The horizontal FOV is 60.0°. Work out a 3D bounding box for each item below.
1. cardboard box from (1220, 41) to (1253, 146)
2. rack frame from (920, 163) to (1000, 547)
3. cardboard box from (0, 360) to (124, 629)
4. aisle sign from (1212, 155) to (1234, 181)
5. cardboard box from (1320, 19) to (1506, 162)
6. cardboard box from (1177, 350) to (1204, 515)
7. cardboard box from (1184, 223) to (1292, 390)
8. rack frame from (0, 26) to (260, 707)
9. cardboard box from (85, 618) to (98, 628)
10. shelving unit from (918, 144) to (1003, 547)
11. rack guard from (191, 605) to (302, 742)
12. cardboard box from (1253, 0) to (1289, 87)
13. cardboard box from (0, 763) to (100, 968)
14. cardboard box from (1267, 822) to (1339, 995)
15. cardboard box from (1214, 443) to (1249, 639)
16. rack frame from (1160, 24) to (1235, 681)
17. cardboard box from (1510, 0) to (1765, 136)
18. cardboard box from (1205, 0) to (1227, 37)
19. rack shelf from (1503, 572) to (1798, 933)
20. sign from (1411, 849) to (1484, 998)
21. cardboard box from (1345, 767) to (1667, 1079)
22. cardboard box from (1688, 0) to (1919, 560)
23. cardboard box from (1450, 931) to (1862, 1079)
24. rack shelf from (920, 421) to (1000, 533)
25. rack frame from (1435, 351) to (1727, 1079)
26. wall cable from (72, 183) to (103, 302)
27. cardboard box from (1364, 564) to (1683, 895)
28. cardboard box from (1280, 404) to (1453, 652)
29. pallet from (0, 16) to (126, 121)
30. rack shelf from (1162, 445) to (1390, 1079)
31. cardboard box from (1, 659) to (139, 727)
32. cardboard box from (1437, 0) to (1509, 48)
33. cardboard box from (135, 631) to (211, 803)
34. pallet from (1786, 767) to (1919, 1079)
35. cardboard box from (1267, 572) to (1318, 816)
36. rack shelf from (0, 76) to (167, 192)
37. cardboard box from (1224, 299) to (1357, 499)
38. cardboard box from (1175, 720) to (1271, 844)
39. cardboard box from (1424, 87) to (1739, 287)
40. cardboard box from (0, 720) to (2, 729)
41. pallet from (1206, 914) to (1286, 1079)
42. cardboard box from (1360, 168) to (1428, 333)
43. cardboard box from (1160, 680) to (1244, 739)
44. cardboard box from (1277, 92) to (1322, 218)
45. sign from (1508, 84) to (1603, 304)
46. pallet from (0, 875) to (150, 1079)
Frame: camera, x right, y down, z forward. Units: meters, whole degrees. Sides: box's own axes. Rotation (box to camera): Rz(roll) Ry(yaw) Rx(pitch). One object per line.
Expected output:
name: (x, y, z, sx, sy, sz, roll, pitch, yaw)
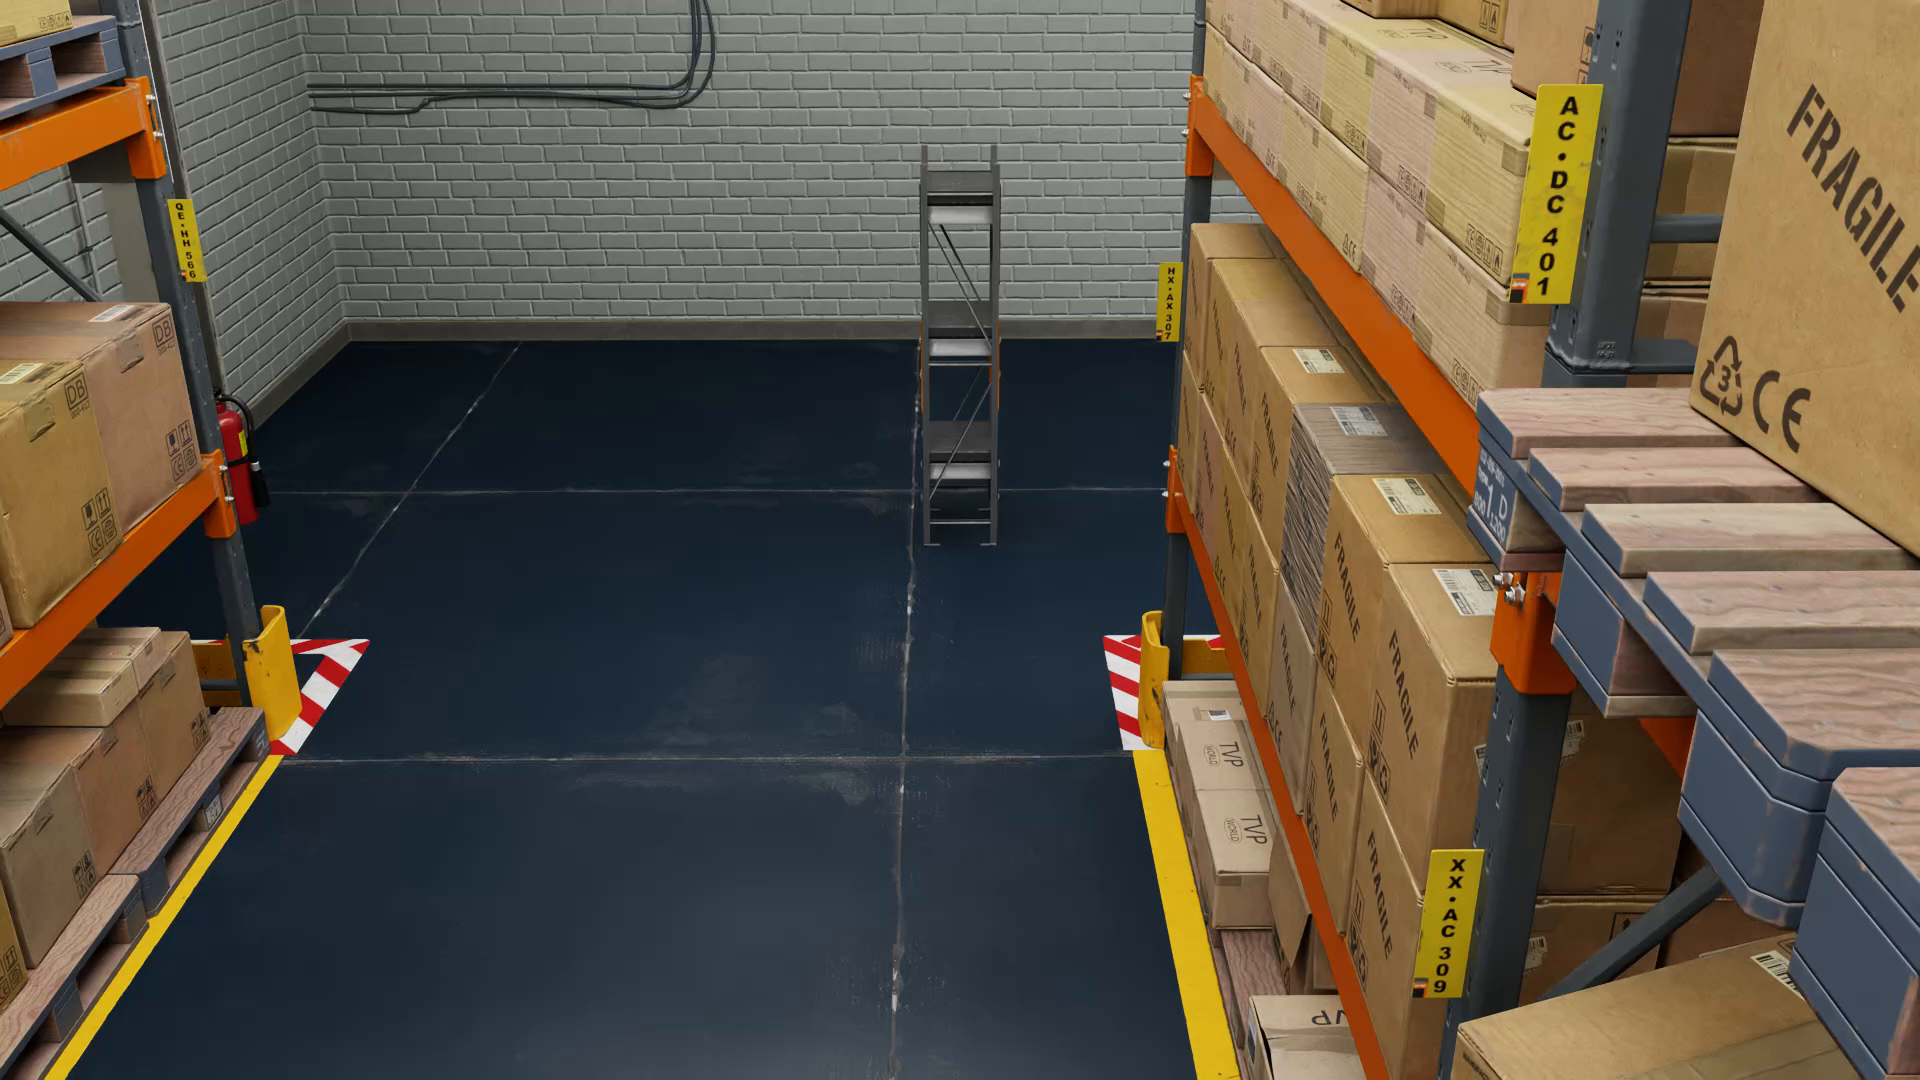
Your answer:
cardboard box: (1.129, -1.440, 5.337, 0.500, 0.250, 0.500, 0, 24, -1)
rack frame: (0.001, -0.924, 8.746, 0.400, 2.100, 0.015, 0, 24, -1)
cardboard box: (-3.534, -0.164, 5.608, 0.980, 0.700, 0.700, 0, 24, -1)
aisle sign: (1.091, -1.772, 6.374, 0.394, 0.787, 0.004, 0, 24, -1)
cardboard box: (1.147, -1.050, 3.867, 0.500, 0.250, 0.500, 0, 24, -1)
cardboard box: (1.126, -0.422, 6.423, 0.500, 0.500, 0.500, 0, 24, 1)
cardboard box: (1.126, -0.878, 6.217, 0.500, 0.500, 0.500, 0, 24, 1)
rack frame: (-3.568, -0.537, 6.798, 1.000, 3.000, 0.127, 0, 24, -1)
cardboard box: (-3.662, 0.352, 6.568, 0.380, 0.149, 0.250, 0, 24, 0)
shelving unit: (-0.002, -1.025, 8.968, 0.431, 2.100, 0.503, 0, 24, -1)
rack guard: (-3.568, 0.592, 7.335, 1.175, 0.500, 0.348, 0, 24, -1)
cardboard box: (1.141, -1.462, 4.778, 0.500, 0.250, 0.500, 0, 24, -1)
cardboard box: (-3.449, 1.112, 5.675, 0.700, 0.500, 0.500, -1, 24, -2)
cardboard box: (1.403, 1.250, 5.341, 0.797, 0.503, 0.637, 0, 24, -1)
cardboard box: (1.140, -0.003, 5.495, 0.500, 0.500, 0.500, 0, 24, -1)
rack frame: (1.385, -0.561, 6.850, 1.000, 3.000, 0.127, 0, 24, -1)
cardboard box: (1.385, -0.981, 2.804, 0.700, 0.500, 0.500, 0, 24, -1)
cardboard box: (1.130, -1.874, 5.689, 0.500, 0.250, 0.500, 0, 24, -1)
rack shelf: (1.451, 0.873, 0.914, 1.077, 0.370, 4.000, 0, 24, -1)
sign: (0.886, 0.698, 3.015, 0.100, 0.325, 0.005, 0, 24, -1)
cardboard box: (1.167, 0.837, 3.638, 0.500, 0.500, 0.500, 0, 24, 0)
cardboard box: (1.361, -0.354, 2.000, 0.600, 0.600, 0.600, -3, 24, -6)
cardboard box: (1.210, 1.047, 2.665, 0.700, 0.500, 0.500, -9, 26, -18)
rack shelf: (-0.002, -0.375, 9.262, 0.431, 0.518, 0.480, 0, 24, -1)
rack frame: (1.429, 1.087, 3.206, 1.000, 3.000, 0.127, 0, 24, -1)
wall cable: (-4.528, -1.523, 7.745, 0.084, 1.984, 1.851, 0, 24, -1)
cardboard box: (1.164, 0.379, 3.437, 0.500, 0.500, 0.500, 0, 24, 0)
cardboard box: (1.151, -0.040, 4.363, 0.500, 0.500, 0.500, 0, 24, 0)
pallet: (-3.550, -1.558, 5.522, 1.003, 0.211, 1.213, 0, 24, -1)
rack shelf: (1.407, 0.591, 5.176, 1.077, 0.370, 4.000, 0, 24, -1)
cardboard box: (-3.273, 0.560, 6.108, 0.380, 0.149, 0.250, 0, 24, 1)
cardboard box: (1.510, -1.393, 3.716, 0.700, 0.500, 0.500, 0, 24, -1)
cardboard box: (-3.461, 0.698, 6.589, 0.700, 0.500, 0.500, 0, 24, -1)
pallet: (1.380, 0.503, 1.087, 1.213, 0.211, 1.003, 0, 24, -1)
cardboard box: (1.152, 0.413, 4.576, 0.500, 0.500, 0.500, 0, 24, 1)
rack shelf: (-3.546, -0.752, 4.506, 1.077, 0.370, 4.000, 0, 24, -1)
cardboard box: (1.140, -0.456, 5.285, 0.500, 0.500, 0.500, 0, 24, 0)
cardboard box: (1.113, 0.923, 6.372, 0.500, 0.250, 0.500, 0, 24, -1)
cardboard box: (1.152, -0.638, 2.956, 0.500, 0.250, 0.500, 0, 24, -1)
cardboard box: (-3.653, 0.664, 5.878, 0.380, 0.149, 0.250, 0, 24, 0)
pallet: (1.406, 1.571, 5.521, 1.003, 0.211, 1.213, 0, 24, -1)
cardboard box: (1.163, -0.616, 3.515, 0.500, 0.250, 0.500, 0, 24, -1)
cardboard box: (1.046, 0.712, 6.962, 0.380, 0.149, 0.250, 0, 24, -1)
cardboard box: (1.148, -1.028, 4.426, 0.500, 0.250, 0.500, 0, 24, -1)
sign: (0.886, -0.509, 2.469, 0.100, 0.325, 0.005, 0, 24, -1)
pallet: (-3.471, 1.564, 5.536, 1.003, 0.211, 1.213, 0, 24, -1)
